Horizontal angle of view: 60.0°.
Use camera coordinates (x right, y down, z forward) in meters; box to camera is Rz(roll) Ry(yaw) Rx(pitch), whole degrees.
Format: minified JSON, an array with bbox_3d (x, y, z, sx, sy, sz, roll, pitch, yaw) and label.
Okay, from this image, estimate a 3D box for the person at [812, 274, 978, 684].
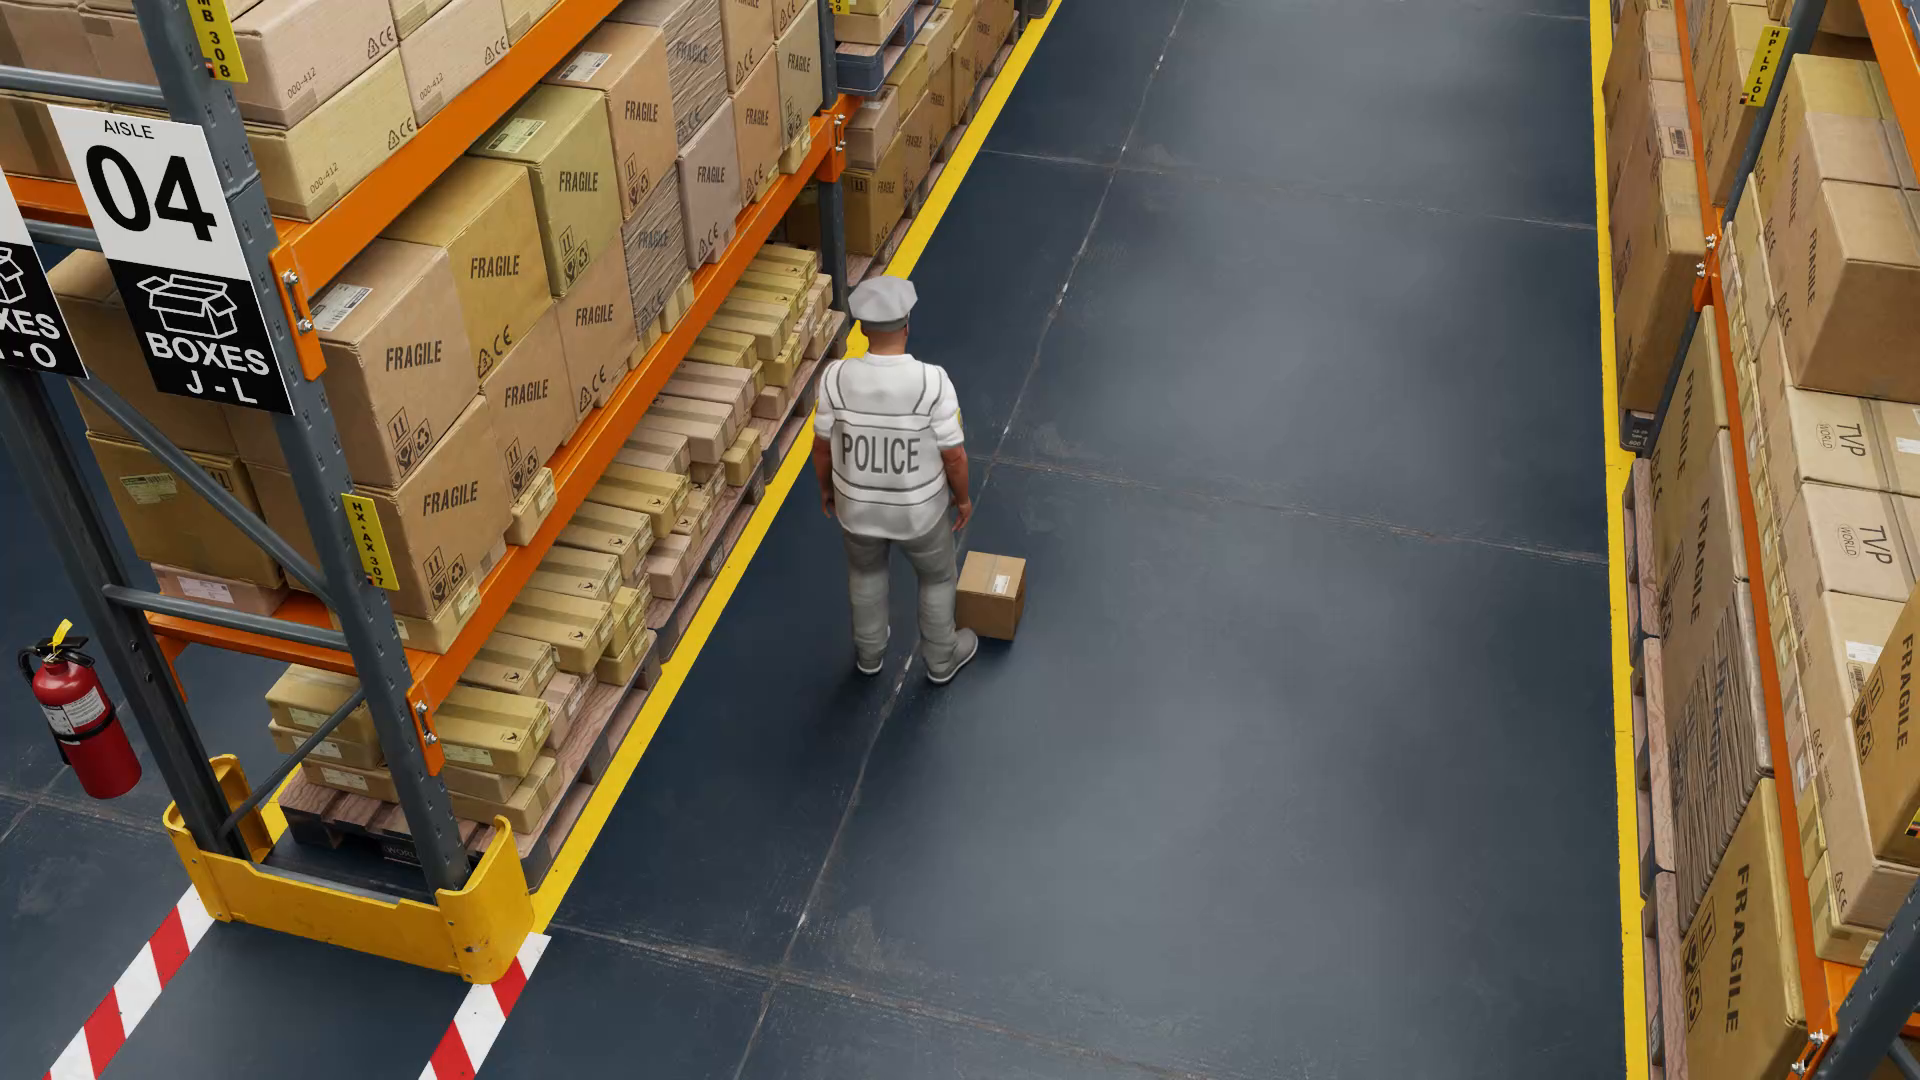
[{"bbox_3d":[-0.249,-0.155,6.332,0.607,1.747,0.439,7,41,8],"label":"person"}]
